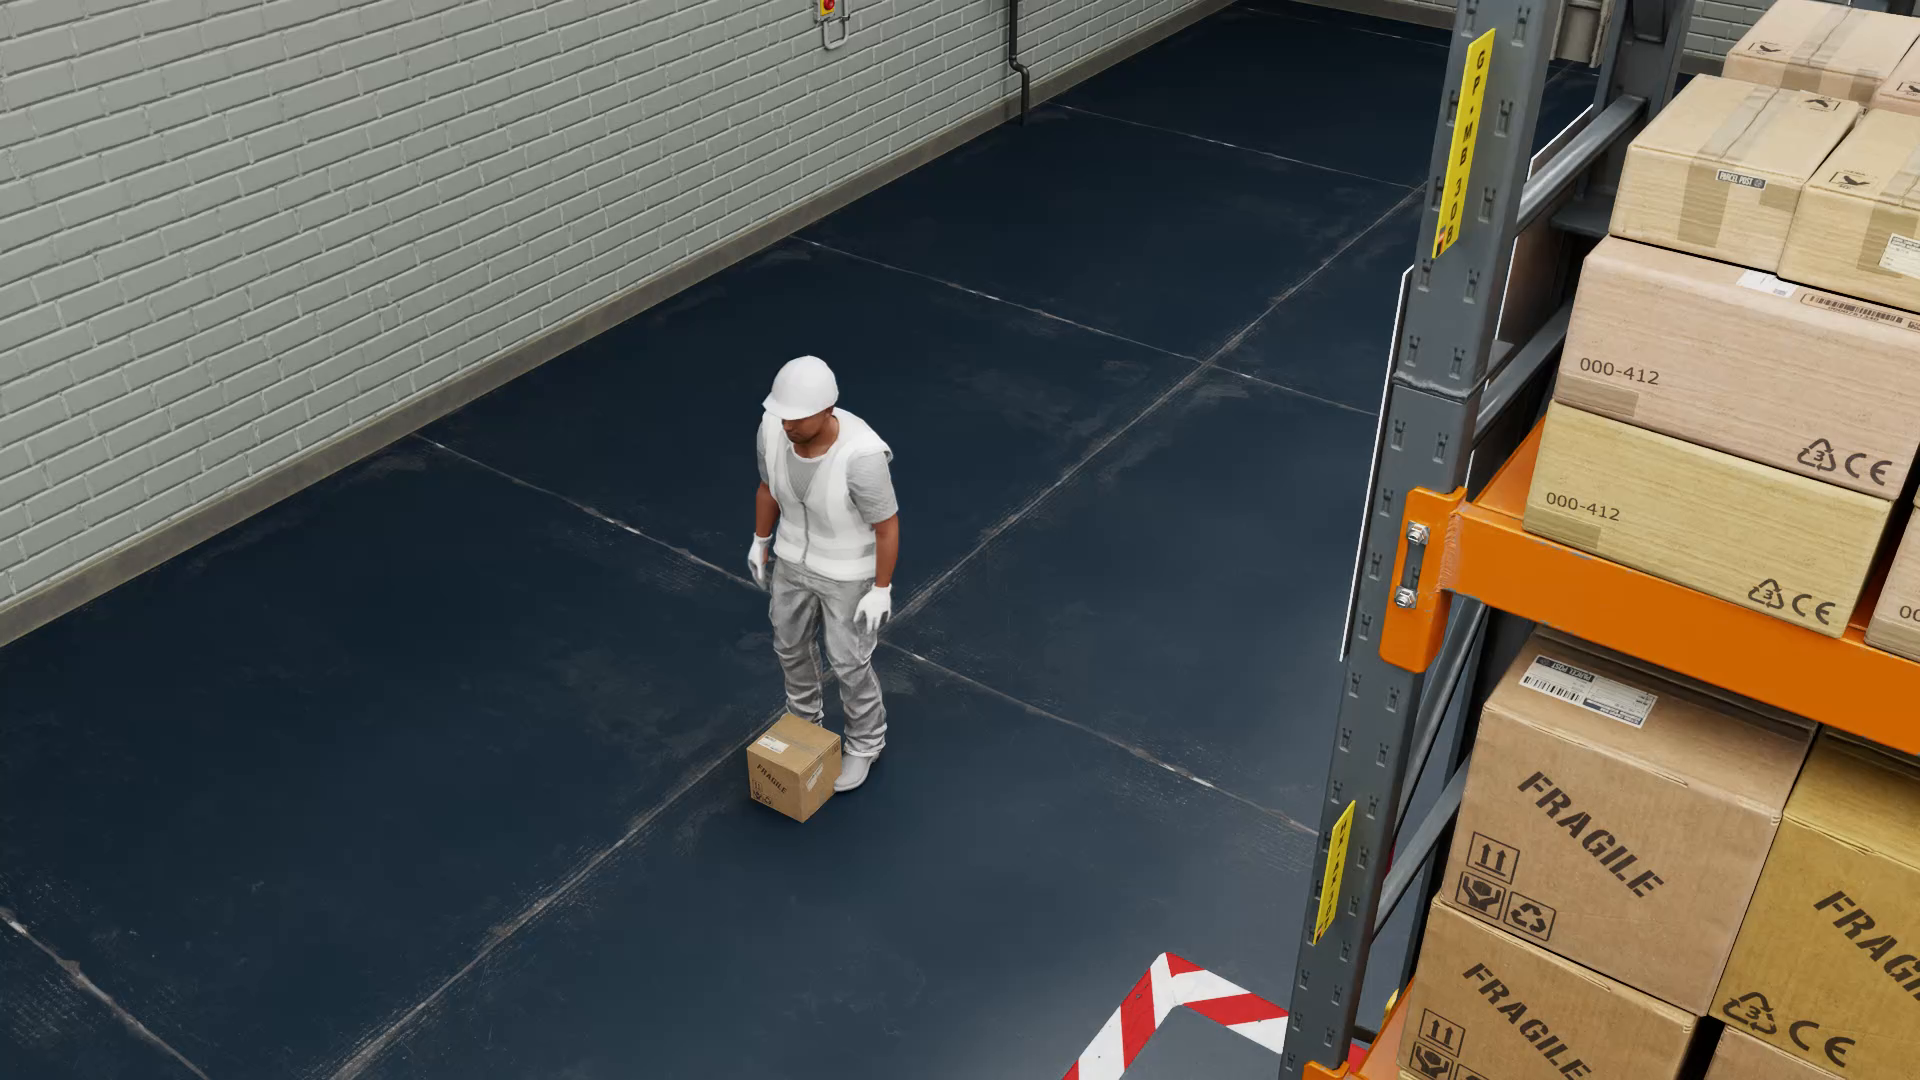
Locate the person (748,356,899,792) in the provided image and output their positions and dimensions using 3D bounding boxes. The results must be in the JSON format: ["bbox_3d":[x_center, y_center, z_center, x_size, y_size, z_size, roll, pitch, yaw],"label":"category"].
[{"bbox_3d":[-0.498,0.107,5.977,0.615,1.773,0.448,21,39,27],"label":"person"}]
